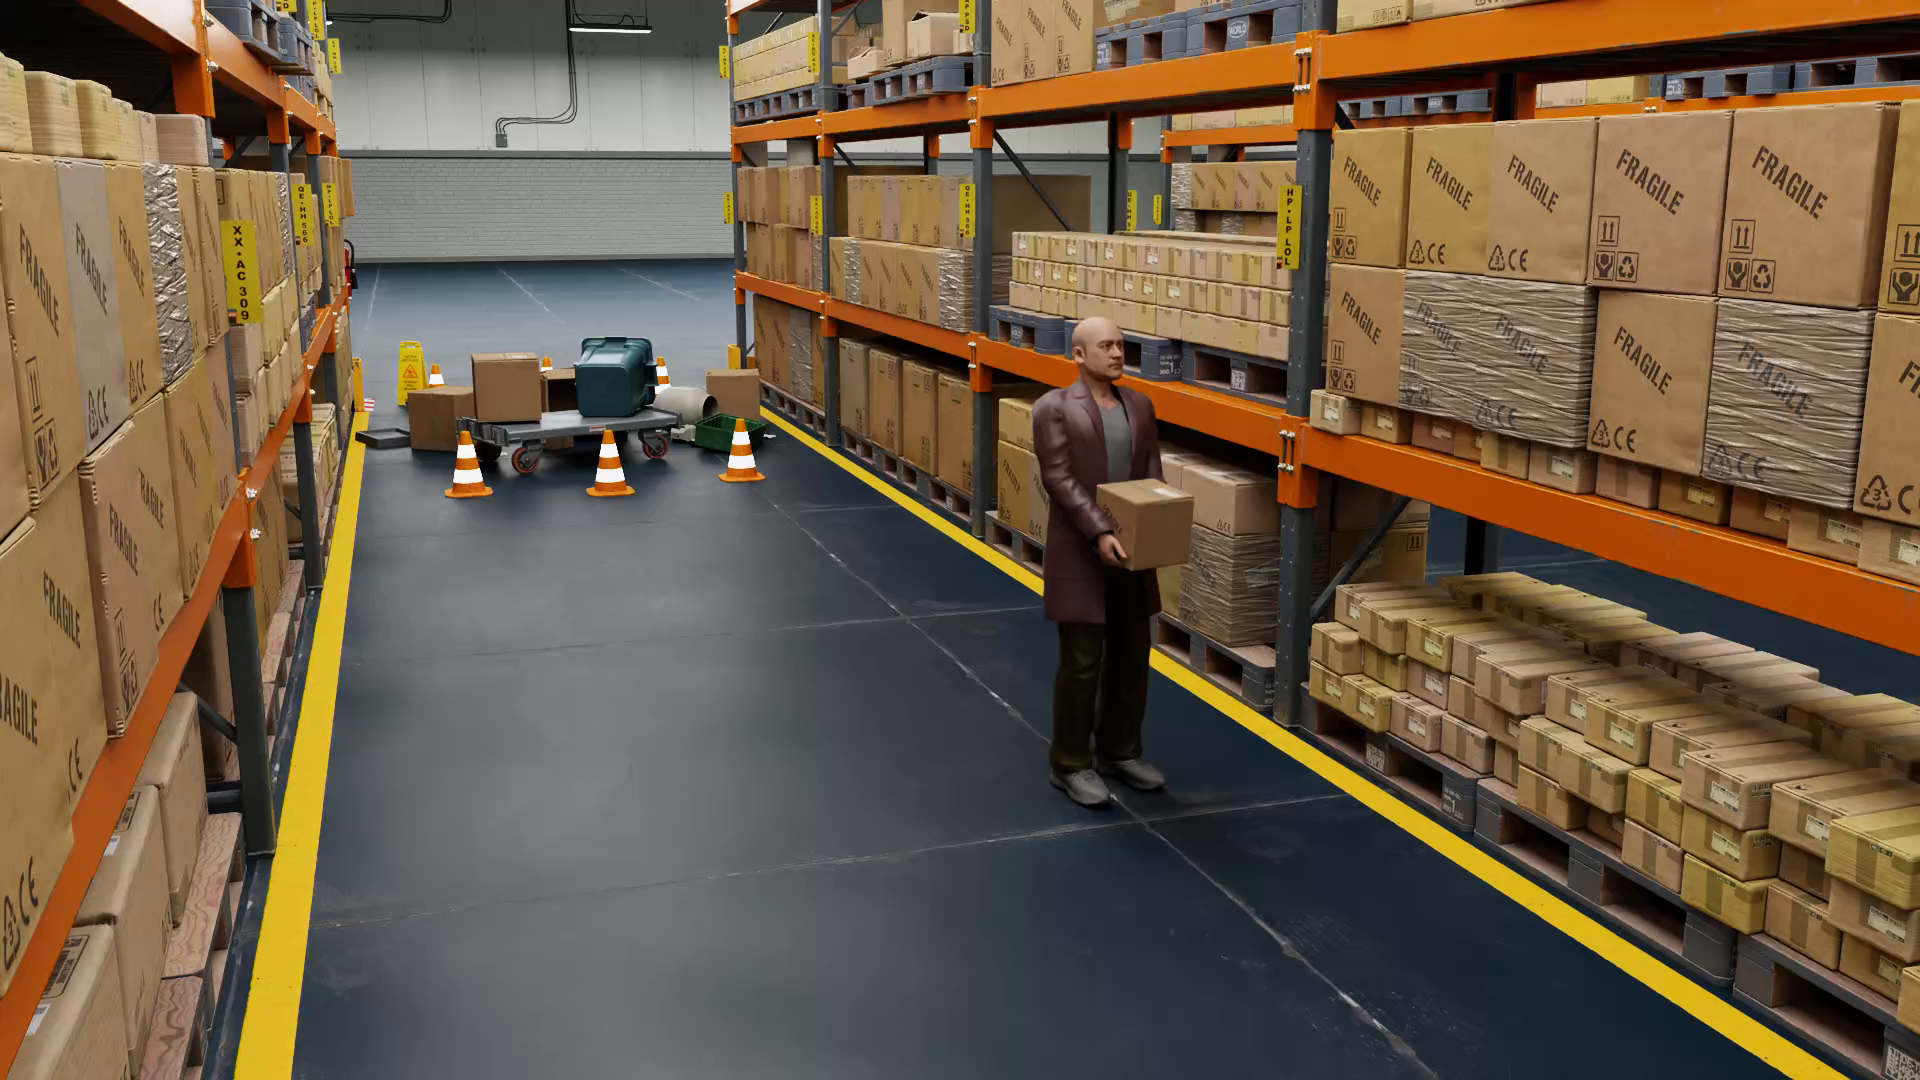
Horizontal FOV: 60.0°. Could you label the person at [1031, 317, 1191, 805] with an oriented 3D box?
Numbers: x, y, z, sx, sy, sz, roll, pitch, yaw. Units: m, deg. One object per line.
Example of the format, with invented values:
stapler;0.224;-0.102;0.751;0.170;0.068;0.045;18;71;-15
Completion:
person;0.573;0.080;6.130;0.528;1.773;0.554;-7;14;-29
